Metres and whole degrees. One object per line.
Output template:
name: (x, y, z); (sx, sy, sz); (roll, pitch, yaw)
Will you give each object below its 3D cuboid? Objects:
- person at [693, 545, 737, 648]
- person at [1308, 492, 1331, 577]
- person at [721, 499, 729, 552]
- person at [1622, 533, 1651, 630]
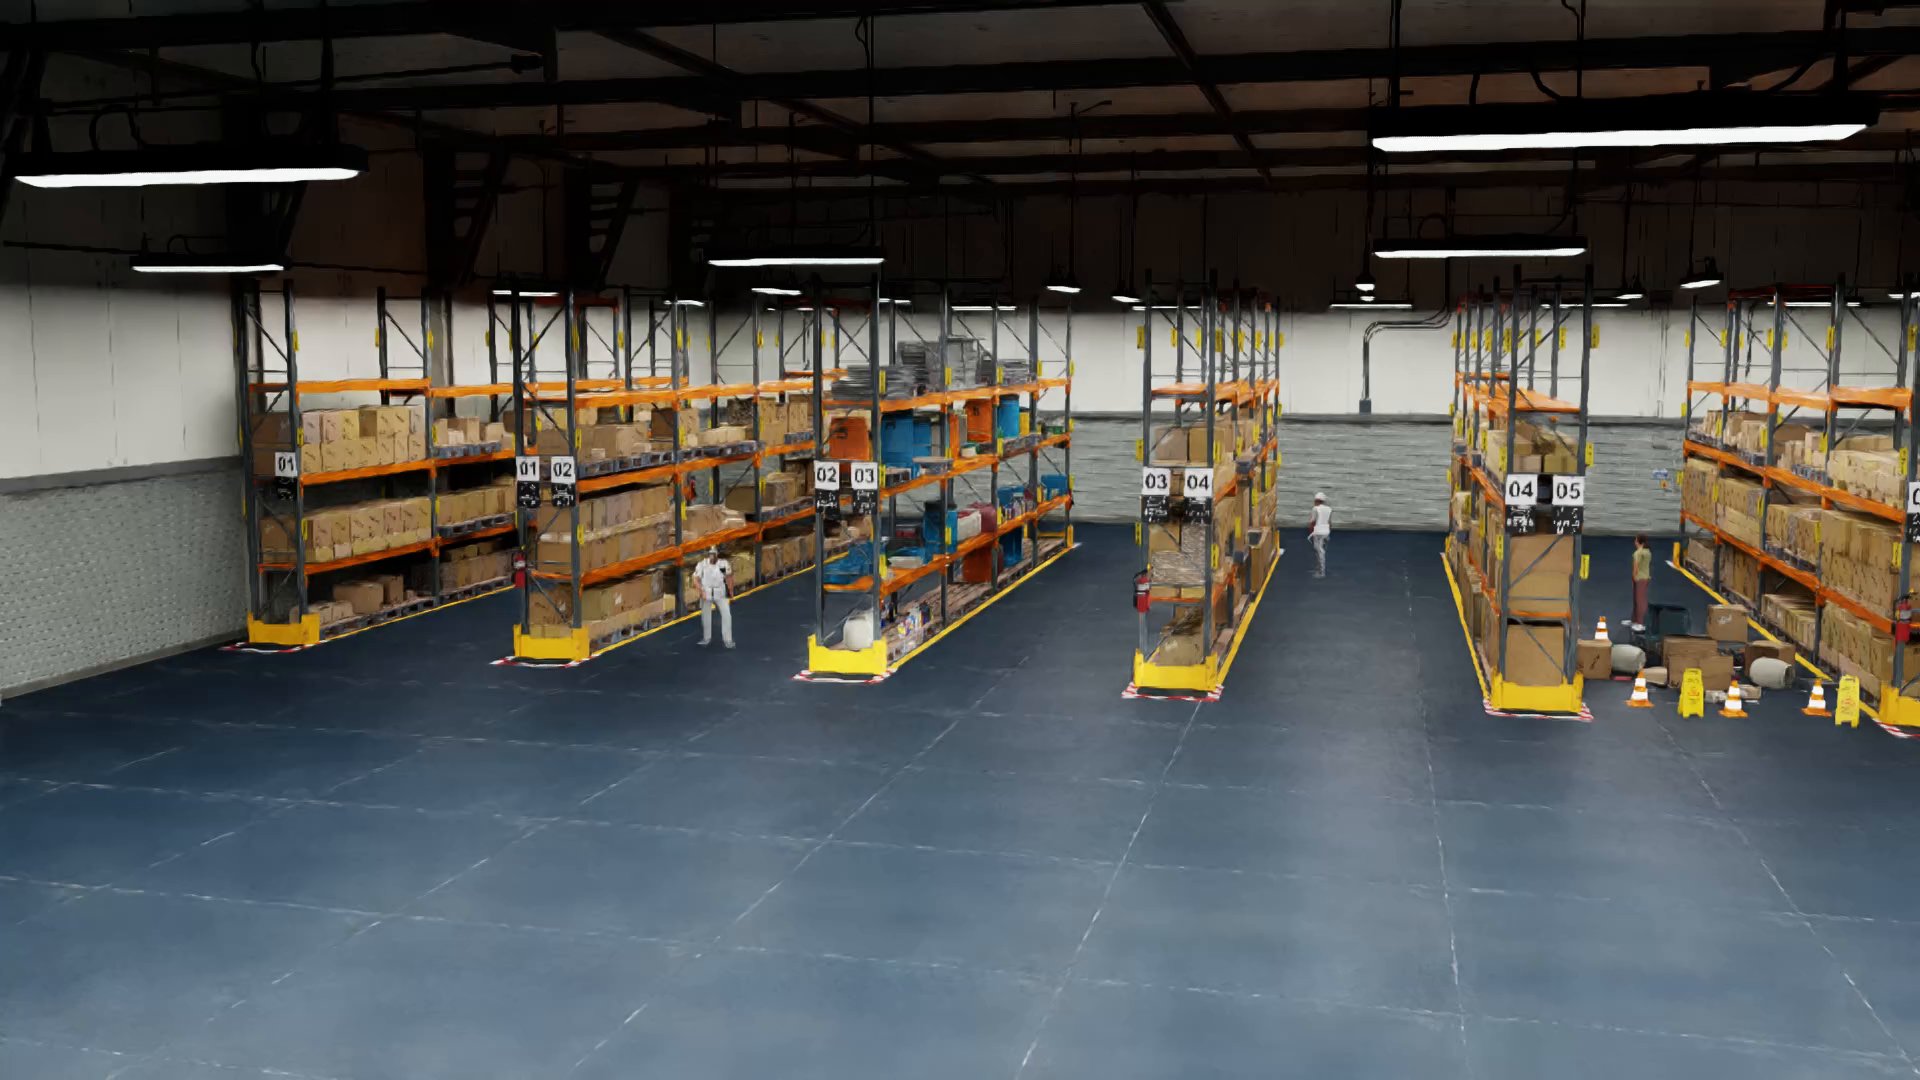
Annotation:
person: (-4.014, 0.898, 27.204); (0.691, 1.699, 0.793); (-1, 7, -7)
person: (7.607, -0.125, 35.279); (0.665, 1.782, 0.583); (-7, 10, -44)
person: (-5.308, -0.421, 38.668); (0.625, 1.611, 0.568); (1, 7, 12)
person: (11.776, 0.700, 28.884); (0.564, 1.666, 0.561); (7, 9, 43)
